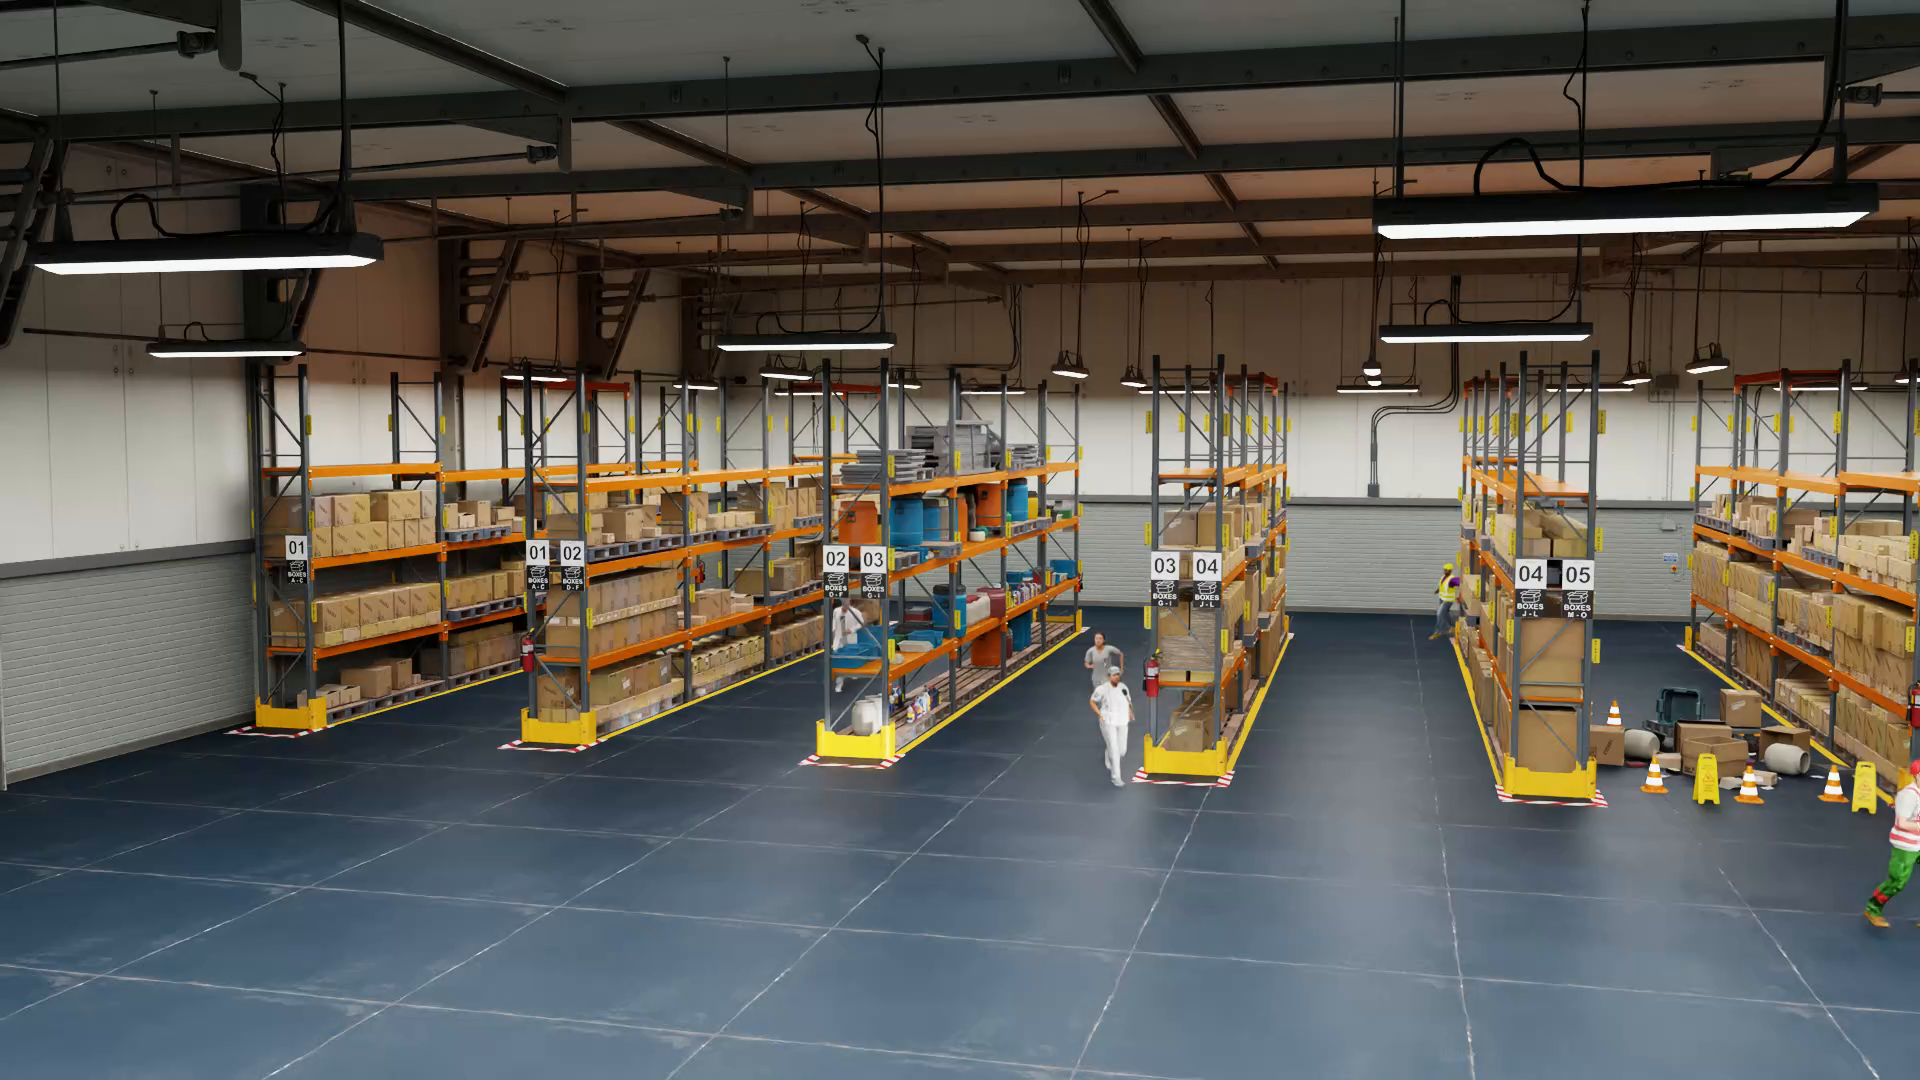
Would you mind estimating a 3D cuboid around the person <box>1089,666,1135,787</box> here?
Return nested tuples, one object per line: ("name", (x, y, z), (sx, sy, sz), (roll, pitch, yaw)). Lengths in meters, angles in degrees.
("person", (2.144, 2.590, 23.362), (0.607, 1.654, 0.745), (-1, 4, -20))

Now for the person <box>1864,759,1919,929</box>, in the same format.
("person", (9.229, 3.001, 16.161), (0.692, 1.813, 0.864), (-2, 5, -29))

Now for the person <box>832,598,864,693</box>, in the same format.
("person", (-2.146, 1.950, 31.676), (0.674, 1.806, 1.201), (1, 4, 8))

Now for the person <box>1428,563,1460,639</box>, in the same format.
("person", (11.429, 1.435, 38.982), (0.861, 1.795, 0.762), (-1, 4, -14))

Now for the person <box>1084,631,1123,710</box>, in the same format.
("person", (2.338, 2.291, 27.174), (0.596, 1.619, 0.759), (1, 4, 19))
